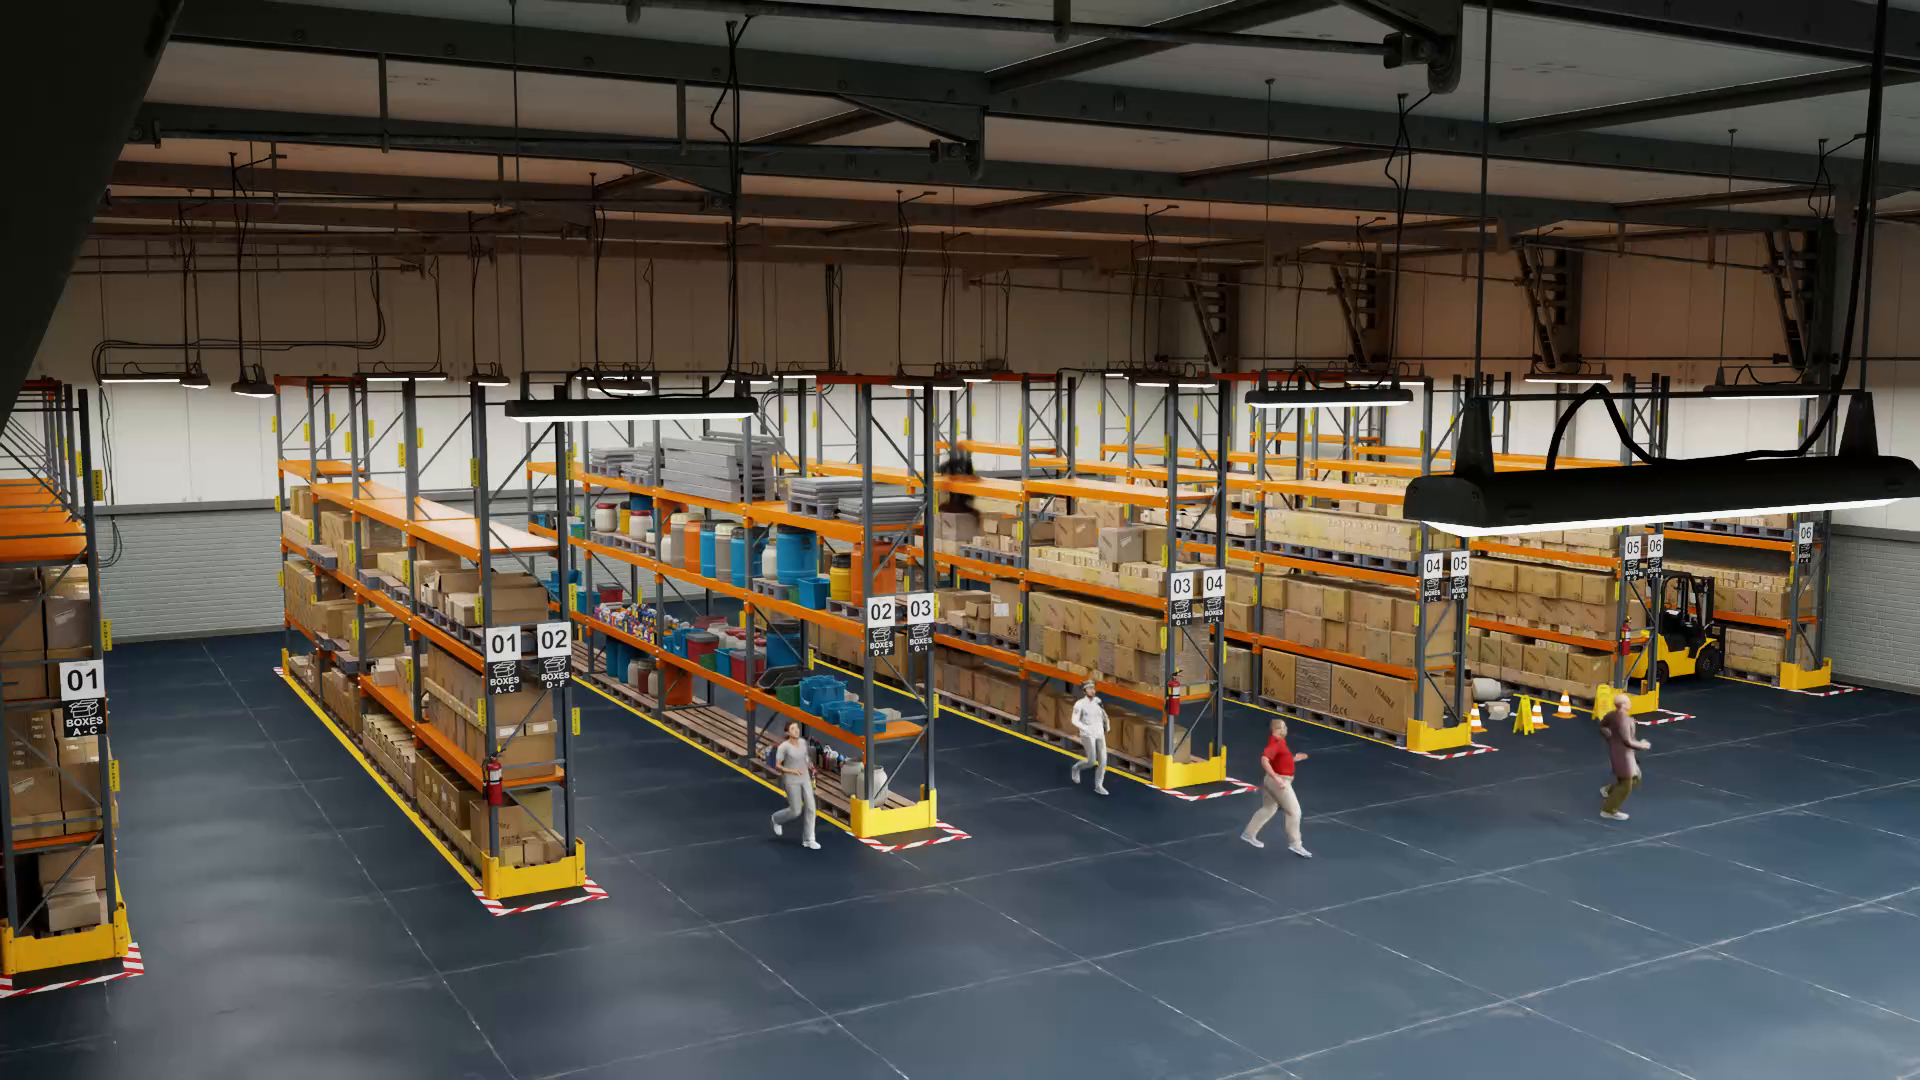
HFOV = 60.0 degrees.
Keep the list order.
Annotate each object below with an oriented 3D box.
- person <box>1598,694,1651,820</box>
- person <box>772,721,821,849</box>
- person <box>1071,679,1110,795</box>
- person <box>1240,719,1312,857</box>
[{"bbox_3d":[9.135,3.018,22.831,0.626,1.645,0.696,1,6,8],"label":"person"},{"bbox_3d":[-2.085,3.162,21.657,0.583,1.609,0.856,-5,8,-39],"label":"person"},{"bbox_3d":[1.979,2.858,24.332,0.625,1.642,0.724,-3,7,-27],"label":"person"},{"bbox_3d":[4.051,3.153,21.192,0.867,1.768,0.649,0,6,-3],"label":"person"}]
